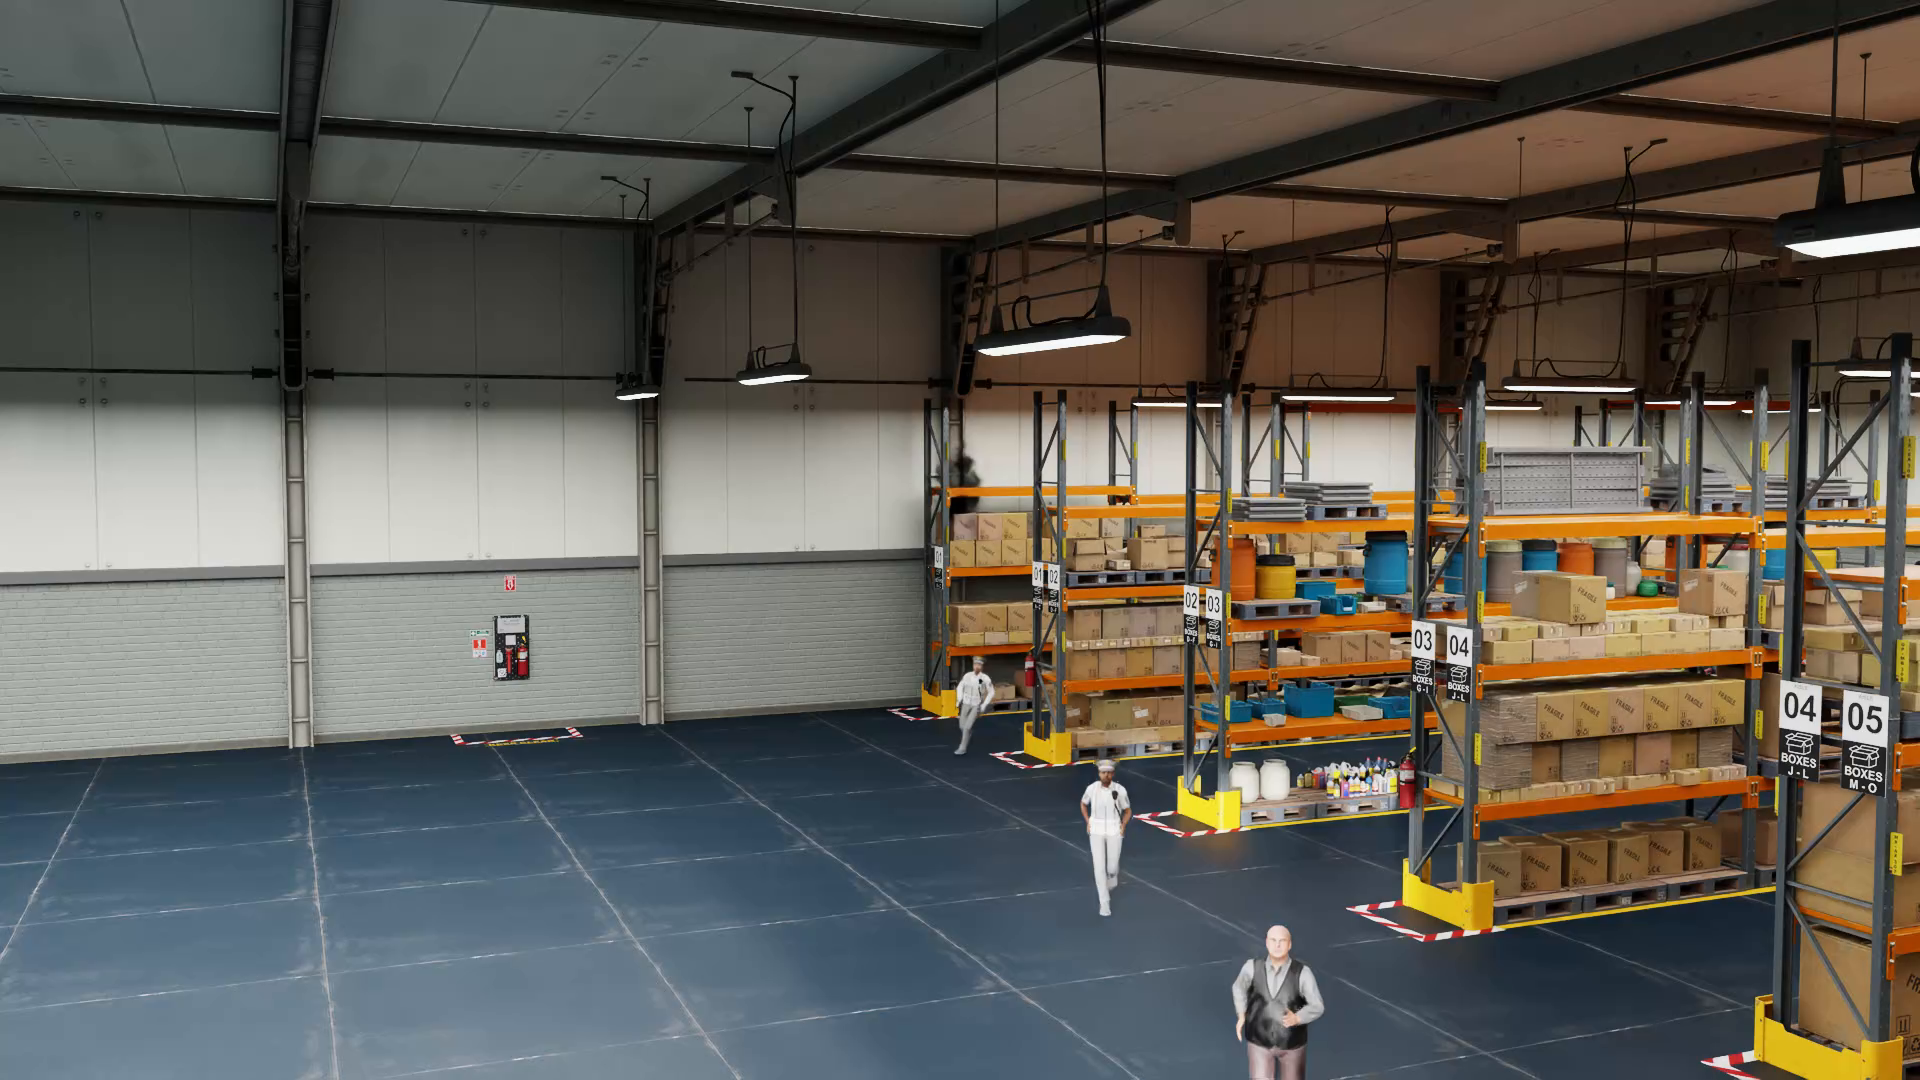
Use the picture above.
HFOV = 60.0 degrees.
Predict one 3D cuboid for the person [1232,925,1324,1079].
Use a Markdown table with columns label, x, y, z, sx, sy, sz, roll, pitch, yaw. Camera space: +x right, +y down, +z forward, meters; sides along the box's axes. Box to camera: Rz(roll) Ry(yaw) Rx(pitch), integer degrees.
| label | x | y | z | sx | sy | sz | roll | pitch | yaw |
| --- | --- | --- | --- | --- | --- | --- | --- | --- | --- |
| person | 2.266 | 3.607 | 11.911 | 0.668 | 1.698 | 0.897 | 1 | 3 | 15 |

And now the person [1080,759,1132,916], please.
| label | x | y | z | sx | sy | sz | roll | pitch | yaw |
| --- | --- | --- | --- | --- | --- | --- | --- | --- | --- |
| person | 1.616 | 3.256 | 18.467 | 0.541 | 1.686 | 0.738 | 0 | 3 | 7 |

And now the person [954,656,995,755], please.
| label | x | y | z | sx | sy | sz | roll | pitch | yaw |
| --- | --- | --- | --- | --- | --- | --- | --- | --- | --- |
| person | 0.248 | 2.729 | 27.560 | 0.659 | 1.622 | 0.604 | 1 | 4 | 19 |
